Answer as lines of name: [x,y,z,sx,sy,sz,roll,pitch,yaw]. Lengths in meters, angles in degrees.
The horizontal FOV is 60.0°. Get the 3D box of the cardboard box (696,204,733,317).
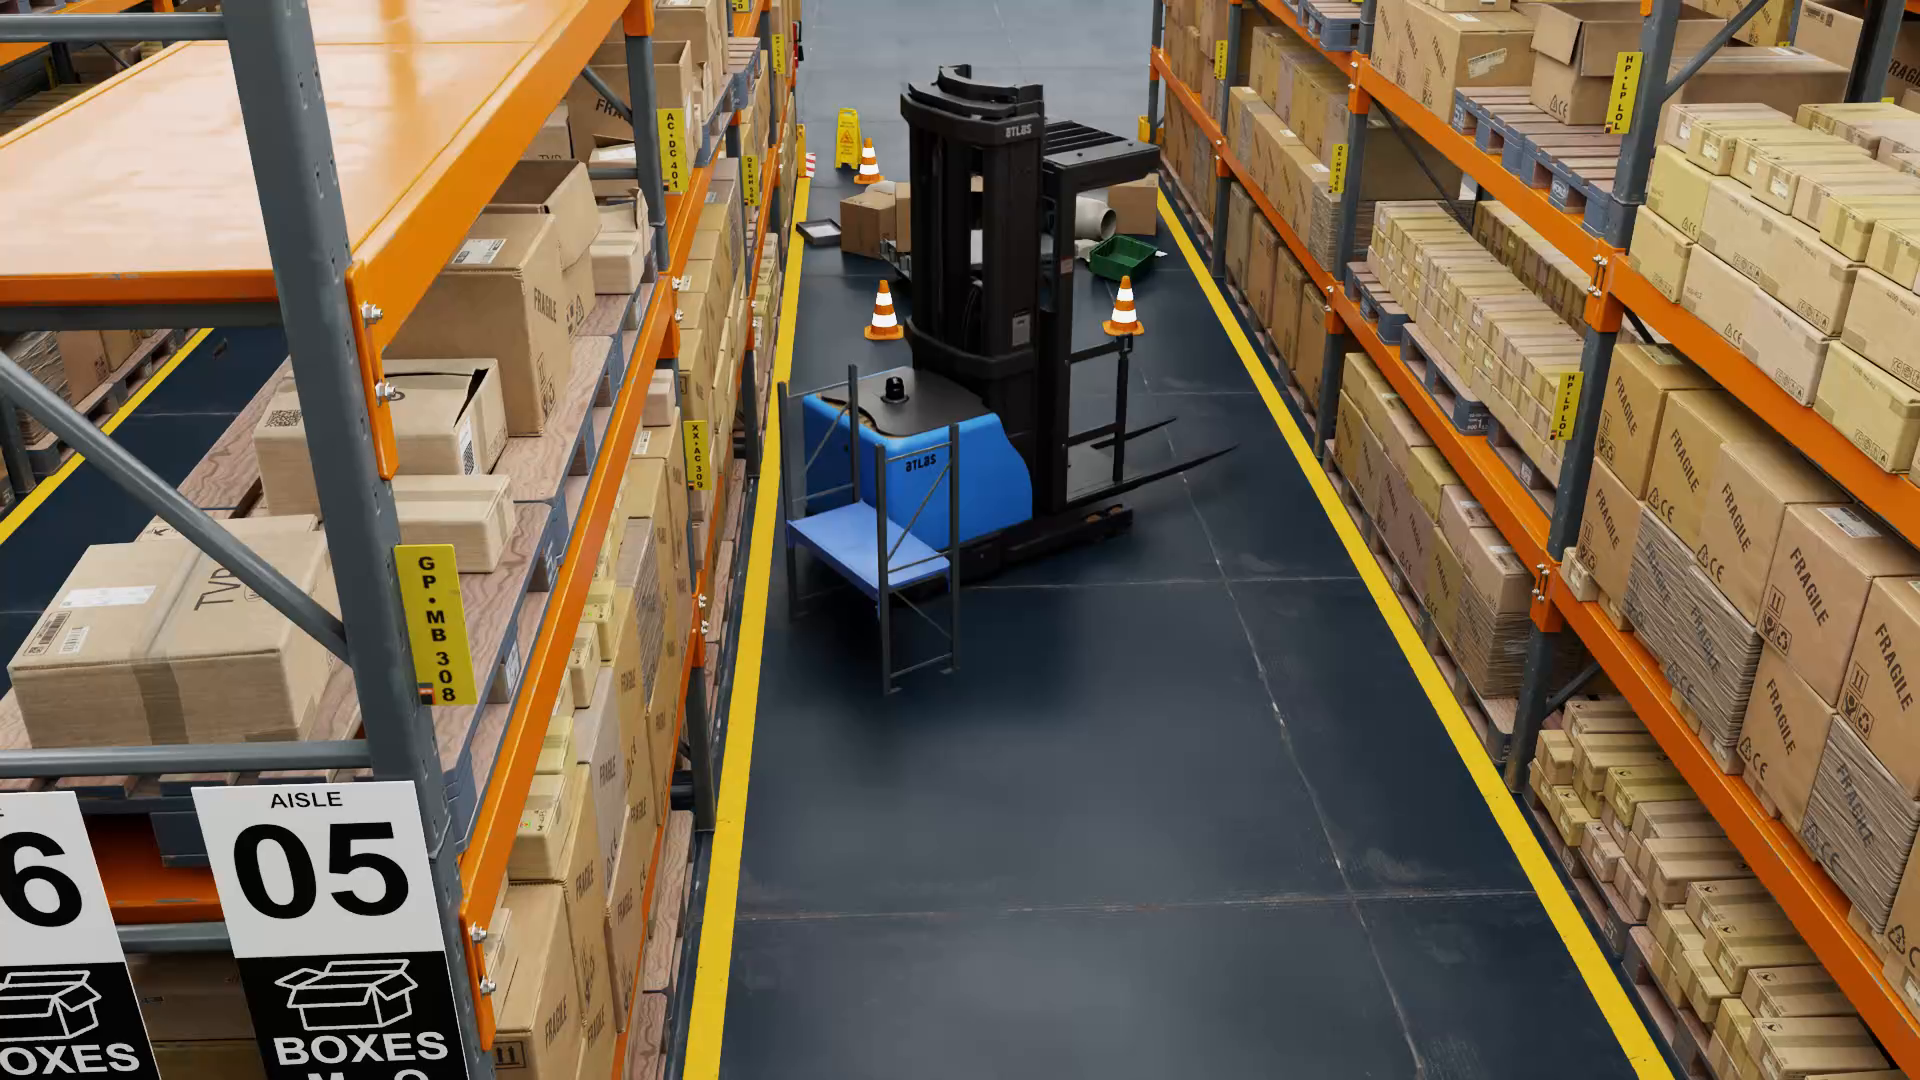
cardboard box: [-1.553,-1.567,9.321,0.500,0.500,0.500,-1,28,-3]

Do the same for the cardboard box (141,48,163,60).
cardboard box: [-6.782,-4.121,14.277,0.380,0.149,0.250,-1,28,-2]

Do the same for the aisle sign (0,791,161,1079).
aisle sign: [-1.784,0.805,3.152,0.394,0.787,0.004,-1,28,-3]

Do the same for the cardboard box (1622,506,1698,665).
cardboard box: [3.058,0.190,6.711,0.500,0.500,0.500,-1,28,-3]

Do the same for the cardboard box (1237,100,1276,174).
cardboard box: [2.619,-3.353,13.827,0.500,0.500,0.500,-1,28,-2]

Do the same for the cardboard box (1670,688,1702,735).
cardboard box: [3.049,0.637,6.557,0.380,0.149,0.250,-1,28,-2]

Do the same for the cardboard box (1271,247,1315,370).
cardboard box: [3.051,-1.820,12.974,1.050,0.750,0.750,-1,28,-2]

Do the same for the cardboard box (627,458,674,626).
cardboard box: [-1.368,0.028,6.264,0.500,0.500,0.500,-2,28,-3]

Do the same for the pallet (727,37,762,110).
pallet: [-1.809,-2.728,9.697,1.213,0.211,1.003,0,28,0]

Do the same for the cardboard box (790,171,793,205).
cardboard box: [-1.951,-3.591,16.911,0.500,0.250,0.500,-2,28,-4]

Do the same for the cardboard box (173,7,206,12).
cardboard box: [-7.506,-5.051,16.060,0.380,0.149,0.250,-2,28,-4]

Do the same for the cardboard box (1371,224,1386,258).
cardboard box: [2.867,-1.922,10.688,0.380,0.149,0.250,0,28,0]

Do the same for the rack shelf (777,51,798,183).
rack shelf: [-2.209,-4.229,16.394,1.077,0.370,4.000,-1,28,-3]

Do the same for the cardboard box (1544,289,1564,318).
cardboard box: [3.592,-1.338,9.567,0.380,0.149,0.250,-1,28,-1]

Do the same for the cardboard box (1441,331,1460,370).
cardboard box: [2.947,-1.075,9.384,0.380,0.149,0.250,-2,28,-4]

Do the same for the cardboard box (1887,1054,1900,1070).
cardboard box: [3.616,1.968,6.039,0.380,0.149,0.250,-3,28,-5]

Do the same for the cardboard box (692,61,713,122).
cardboard box: [-1.433,-2.239,8.247,0.396,0.266,0.258,1,28,2]

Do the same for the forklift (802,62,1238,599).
forklift: [0.510,-1.472,10.402,3.031,2.935,1.130,-19,33,-32]

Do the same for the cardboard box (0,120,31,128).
cardboard box: [-7.244,-3.078,12.598,0.380,0.149,0.250,-2,28,-3]

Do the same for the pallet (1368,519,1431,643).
pallet: [3.142,0.216,10.108,1.003,0.211,1.213,-1,28,-3]

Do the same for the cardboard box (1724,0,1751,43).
cardboard box: [7.466,-4.916,15.420,0.500,0.500,0.500,-1,28,-3]

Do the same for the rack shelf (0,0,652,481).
rack shelf: [-1.583,-1.170,4.473,1.077,0.370,4.000,-1,28,-3]

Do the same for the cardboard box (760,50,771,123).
cardboard box: [-1.852,-3.779,13.869,0.500,0.500,0.500,-2,28,-4]

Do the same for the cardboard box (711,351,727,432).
cardboard box: [-1.484,-0.769,8.603,0.500,0.250,0.500,-1,28,-2]

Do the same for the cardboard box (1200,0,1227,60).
cardboard box: [2.703,-4.759,15.300,0.875,0.550,0.550,-1,28,-3]

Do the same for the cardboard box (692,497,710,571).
cardboard box: [-1.446,-0.073,7.809,0.500,0.250,0.500,-2,28,-4]

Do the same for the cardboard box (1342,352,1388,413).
cardboard box: [2.836,-1.030,10.919,0.500,0.250,0.500,-3,28,-5]

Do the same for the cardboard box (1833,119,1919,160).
cardboard box: [3.564,-1.499,6.326,0.380,0.149,0.250,-1,28,-1]

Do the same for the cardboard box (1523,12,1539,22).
cardboard box: [3.387,-2.599,9.137,0.500,0.500,0.500,-1,28,-3]

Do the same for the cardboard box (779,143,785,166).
cardboard box: [-1.813,-3.550,15.320,0.380,0.149,0.250,-1,28,-2]

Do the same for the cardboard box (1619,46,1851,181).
cardboard box: [3.341,-1.835,7.218,0.700,0.500,0.500,-1,28,-3]

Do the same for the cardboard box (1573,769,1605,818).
cardboard box: [3.053,1.139,7.629,0.380,0.149,0.250,-1,28,-2]

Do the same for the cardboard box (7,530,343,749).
cardboard box: [-1.592,0.217,3.446,0.500,0.250,0.500,-4,28,-7]

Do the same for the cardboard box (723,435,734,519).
cardboard box: [-1.943,-0.701,10.693,0.875,0.875,0.875,-2,28,-3]

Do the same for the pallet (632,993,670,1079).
pallet: [-1.659,2.224,6.258,1.003,0.211,1.213,-1,28,-3]

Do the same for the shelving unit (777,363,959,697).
shelving unit: [-0.508,-0.072,9.266,0.538,1.500,1.048,-18,32,-30]

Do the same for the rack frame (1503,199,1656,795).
rack frame: [3.251,-0.097,7.691,1.000,3.000,0.127,-1,28,-3]

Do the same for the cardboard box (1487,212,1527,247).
cardboard box: [3.536,-1.951,10.421,0.380,0.149,0.250,-2,28,-3]

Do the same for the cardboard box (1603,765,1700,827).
cardboard box: [3.080,1.126,7.333,0.380,0.149,0.250,-2,28,-3]

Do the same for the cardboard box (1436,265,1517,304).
cardboard box: [2.943,-1.457,9.475,0.380,0.149,0.250,-1,28,-1]

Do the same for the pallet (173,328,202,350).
pallet: [-6.984,-1.928,14.217,1.003,0.211,1.213,-1,28,-3]

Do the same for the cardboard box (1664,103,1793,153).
cardboard box: [3.024,-1.618,6.556,0.380,0.149,0.250,-2,28,-4]

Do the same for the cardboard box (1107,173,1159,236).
cardboard box: [1.727,-3.376,16.679,0.500,0.500,0.500,3,28,6]

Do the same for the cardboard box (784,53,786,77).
cardboard box: [-1.958,-4.707,16.102,0.500,0.500,0.500,-1,28,-2]

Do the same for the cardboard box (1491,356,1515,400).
cardboard box: [2.989,-0.845,8.622,0.380,0.149,0.250,-2,28,-4]

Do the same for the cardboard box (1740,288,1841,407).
cardboard box: [3.054,-0.668,5.705,0.500,0.250,0.500,0,28,0]

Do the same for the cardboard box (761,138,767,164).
cardboard box: [-1.740,-3.111,13.288,0.380,0.149,0.250,-1,28,-2]

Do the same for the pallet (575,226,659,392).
pallet: [-1.655,-0.843,5.975,1.003,0.211,1.213,-1,28,-3]

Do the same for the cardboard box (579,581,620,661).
cardboard box: [-1.259,0.254,5.129,0.380,0.149,0.250,-2,28,-4]

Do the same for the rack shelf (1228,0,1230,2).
rack shelf: [2.729,-5.726,16.018,1.077,0.370,4.000,-1,28,-3]

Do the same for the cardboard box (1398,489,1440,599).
cardboard box: [2.912,0.016,9.725,0.500,0.500,0.500,-2,28,-4]

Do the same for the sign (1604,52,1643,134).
sign: [2.697,-1.815,6.758,0.100,0.325,0.005,-1,28,-3]

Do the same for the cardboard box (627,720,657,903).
cardboard box: [-1.322,0.945,5.587,0.500,0.500,0.500,0,28,-1]

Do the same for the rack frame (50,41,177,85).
rack frame: [-7.062,-3.503,14.223,1.000,3.000,0.127,-1,28,-3]
